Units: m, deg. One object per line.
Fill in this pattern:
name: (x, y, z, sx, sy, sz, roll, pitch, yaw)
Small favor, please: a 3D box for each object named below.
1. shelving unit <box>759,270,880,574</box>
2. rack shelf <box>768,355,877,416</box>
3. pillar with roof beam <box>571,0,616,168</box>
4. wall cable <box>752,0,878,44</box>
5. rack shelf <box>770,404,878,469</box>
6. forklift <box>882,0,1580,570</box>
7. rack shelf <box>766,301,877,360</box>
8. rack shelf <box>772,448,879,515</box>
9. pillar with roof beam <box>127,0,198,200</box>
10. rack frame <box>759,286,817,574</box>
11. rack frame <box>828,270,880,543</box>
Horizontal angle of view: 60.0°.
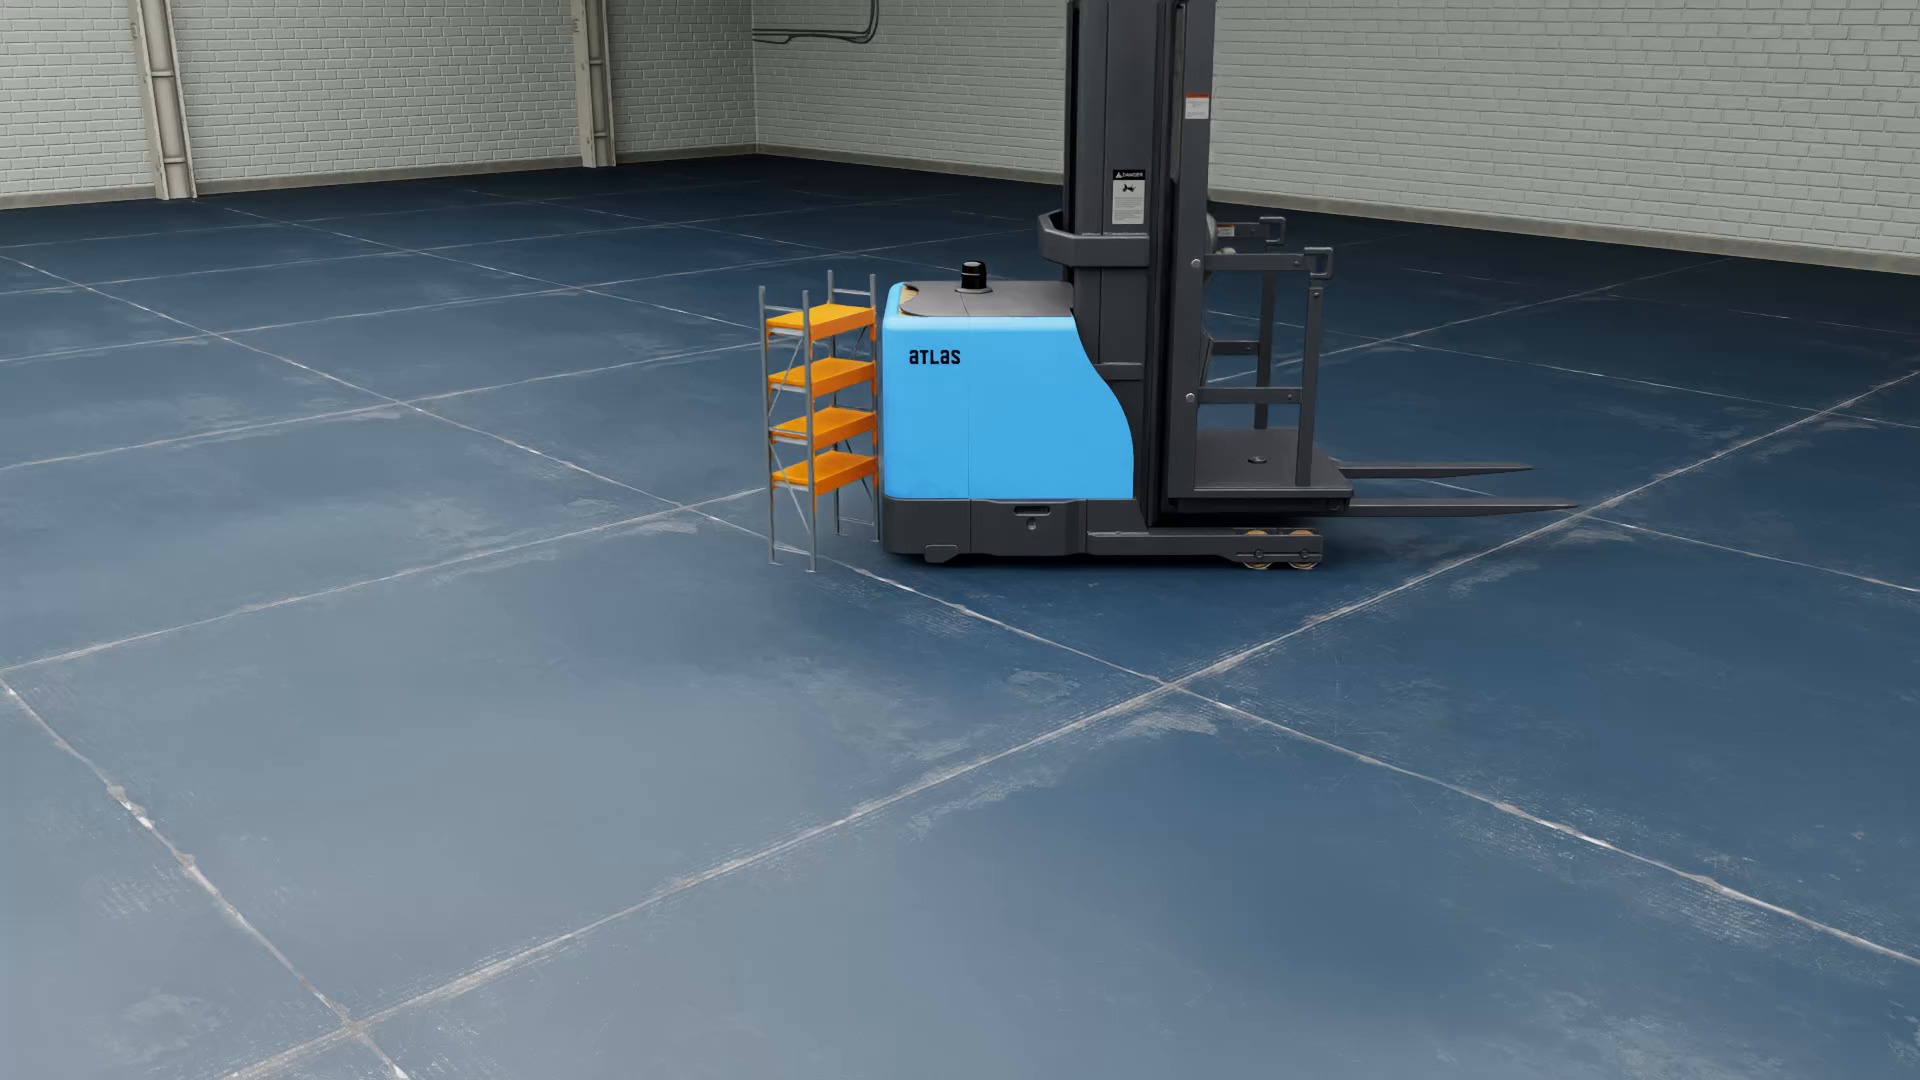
shelving unit: (-0.590, -0.512, 7.119, 0.258, 1.200, 0.503, 10, 21, 29)
rack shelf: (-0.590, -0.661, 7.070, 0.258, 0.148, 0.480, 10, 21, 29)
pillar with roof beam: (-2.346, -8.813, 20.075, 0.400, 9.000, 9.100, -16, 24, -41)
wall cable: (-2.255, -8.628, 24.541, 0.112, 2.526, 3.097, -16, 24, -41)
rack shelf: (-0.590, -0.448, 7.139, 0.258, 0.148, 0.480, 10, 21, 29)
forklift: (1.178, -1.432, 7.148, 3.031, 2.935, 1.130, 0, 18, 0)
rack shelf: (-0.590, -0.886, 6.997, 0.258, 0.148, 0.480, 10, 21, 29)
rack shelf: (-0.590, -0.259, 7.201, 0.258, 0.148, 0.480, 10, 21, 29)
pillar with roof beam: (-6.706, -7.541, 16.154, 0.400, 9.000, 9.100, -16, 24, -41)
rack frame: (-0.714, -0.447, 6.919, 0.240, 1.200, 0.015, 10, 21, 29)
rack frame: (-0.465, -0.577, 7.318, 0.240, 1.200, 0.015, 10, 21, 29)
